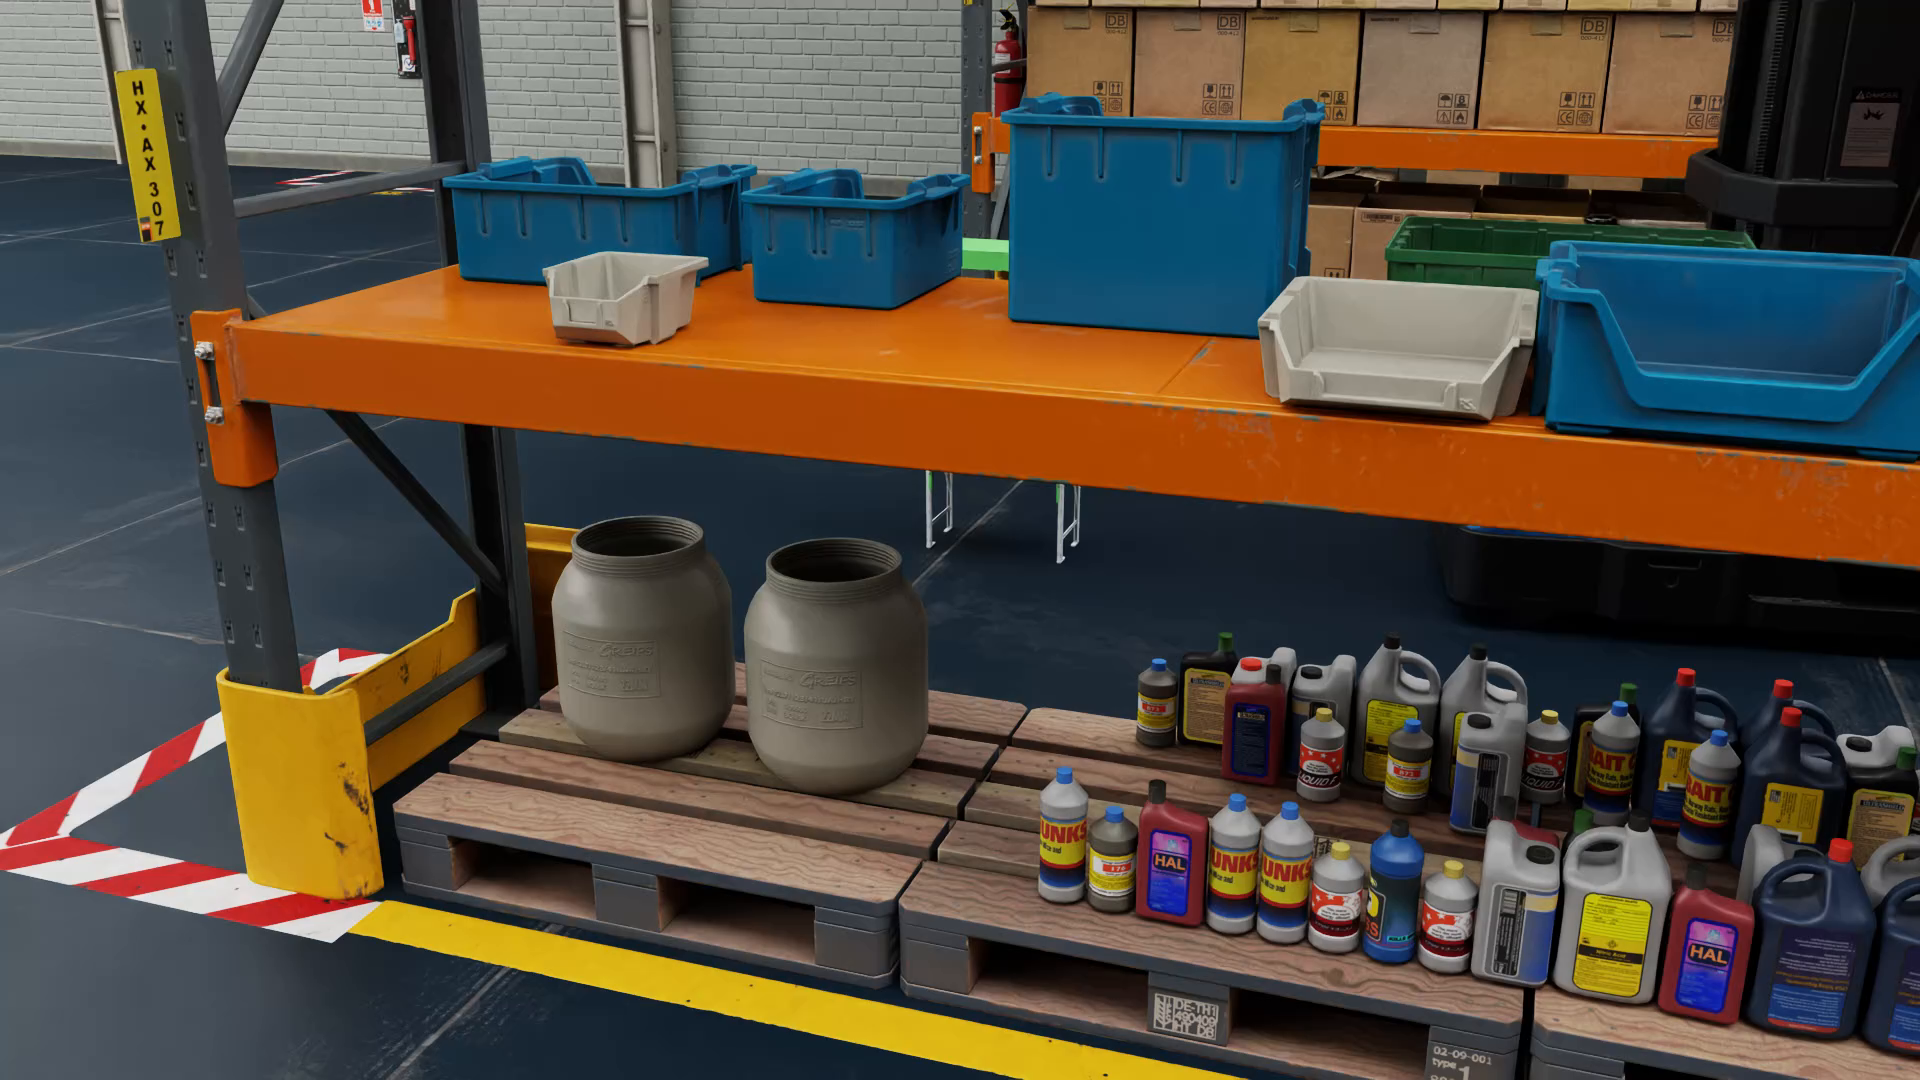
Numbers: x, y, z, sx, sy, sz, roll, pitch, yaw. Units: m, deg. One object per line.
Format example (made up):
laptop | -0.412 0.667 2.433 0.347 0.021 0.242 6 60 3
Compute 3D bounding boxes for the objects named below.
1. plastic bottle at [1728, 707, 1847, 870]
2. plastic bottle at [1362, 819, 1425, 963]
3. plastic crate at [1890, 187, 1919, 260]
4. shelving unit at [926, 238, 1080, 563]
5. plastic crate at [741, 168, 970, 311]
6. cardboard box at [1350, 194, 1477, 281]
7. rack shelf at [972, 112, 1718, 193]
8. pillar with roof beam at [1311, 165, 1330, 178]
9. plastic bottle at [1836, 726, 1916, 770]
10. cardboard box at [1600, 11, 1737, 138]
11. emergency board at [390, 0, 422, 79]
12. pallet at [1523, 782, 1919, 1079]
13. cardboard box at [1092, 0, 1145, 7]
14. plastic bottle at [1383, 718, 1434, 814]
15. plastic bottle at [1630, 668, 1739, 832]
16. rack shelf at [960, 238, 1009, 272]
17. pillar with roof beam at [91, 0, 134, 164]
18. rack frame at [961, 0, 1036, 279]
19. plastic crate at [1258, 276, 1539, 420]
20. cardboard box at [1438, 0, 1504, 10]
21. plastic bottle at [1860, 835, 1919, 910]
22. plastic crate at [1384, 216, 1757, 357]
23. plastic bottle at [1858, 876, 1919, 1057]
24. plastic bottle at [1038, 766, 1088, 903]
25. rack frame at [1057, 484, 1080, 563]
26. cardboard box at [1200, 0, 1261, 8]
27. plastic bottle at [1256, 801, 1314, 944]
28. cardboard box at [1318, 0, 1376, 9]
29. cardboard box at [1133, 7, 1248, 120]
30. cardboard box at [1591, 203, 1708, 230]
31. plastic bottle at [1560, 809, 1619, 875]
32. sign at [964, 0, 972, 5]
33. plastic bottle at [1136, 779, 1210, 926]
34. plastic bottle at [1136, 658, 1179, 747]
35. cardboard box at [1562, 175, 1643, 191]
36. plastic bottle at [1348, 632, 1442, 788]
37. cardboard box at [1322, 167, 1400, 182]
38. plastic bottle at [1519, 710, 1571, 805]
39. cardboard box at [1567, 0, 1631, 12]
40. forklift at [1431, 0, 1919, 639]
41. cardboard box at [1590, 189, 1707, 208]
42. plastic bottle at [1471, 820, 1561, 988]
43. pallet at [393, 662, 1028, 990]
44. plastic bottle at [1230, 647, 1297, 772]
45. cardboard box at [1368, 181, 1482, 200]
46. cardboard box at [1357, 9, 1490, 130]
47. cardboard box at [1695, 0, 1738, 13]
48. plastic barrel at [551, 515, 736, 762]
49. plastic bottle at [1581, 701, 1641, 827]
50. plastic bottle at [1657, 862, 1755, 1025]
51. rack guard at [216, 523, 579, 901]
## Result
plastic bottle | 1.701 0.512 3.405 0.185 0.351 0.144 7 20 18
plastic bottle | 0.817 0.652 3.126 0.097 0.271 0.097 0 19 0
plastic crate | 1.922 -0.426 2.836 0.504 0.338 0.767 7 20 18
shelving unit | 0.156 -0.549 5.827 0.503 1.200 0.258 7 20 18
plastic crate | -0.221 -0.688 3.719 0.408 0.251 0.499 7 20 18
cardboard box | 2.075 -1.295 7.635 0.500 0.500 0.500 7 20 18
rack shelf | 2.115 -1.775 7.705 4.000 0.370 1.077 7 20 18
pillar with roof beam | 1.380 -5.559 8.354 0.400 9.000 9.100 7 20 18
plastic bottle | 1.903 0.522 3.491 0.135 0.276 0.152 7 21 20
cardboard box | 3.082 -2.047 7.240 0.500 0.500 0.700 6 20 17
emergency board | -5.197 -4.992 15.840 0.643 1.169 0.194 7 20 18
pallet | 1.754 0.872 3.254 1.213 0.211 1.003 7 20 18
cardboard box | 0.776 -2.548 7.690 0.250 0.149 0.380 6 20 17
plastic bottle | 0.995 0.494 3.685 0.097 0.201 0.097 0 19 0
plastic bottle | 1.570 0.447 3.592 0.185 0.351 0.144 6 20 16
rack shelf | 0.156 -0.942 5.690 0.480 0.148 0.258 7 20 18
pillar with roof beam | -9.955 -6.856 12.072 0.400 9.000 9.100 7 20 18
rack frame | 0.225 -2.331 8.207 0.127 3.000 1.000 7 20 18
plastic crate | 0.758 -0.331 2.871 0.437 0.136 0.530 7 20 18
cardboard box | 2.226 -2.381 7.211 0.250 0.149 0.380 7 20 20
plastic bottle | 1.719 0.659 2.985 0.185 0.351 0.144 7 20 18
plastic crate | 1.185 -0.494 3.257 0.662 0.188 0.450 7 20 18
plastic bottle | 1.672 0.704 2.856 0.185 0.351 0.144 6 20 17
plastic bottle | 0.207 0.582 3.326 0.097 0.271 0.097 0 19 0
rack frame | 0.387 -0.522 5.752 0.015 1.200 0.240 7 20 18
cardboard box | 1.249 -2.492 7.532 0.250 0.149 0.380 6 20 17
plastic bottle | 0.625 0.630 3.189 0.097 0.271 0.097 0 19 0
cardboard box | 1.743 -2.437 7.372 0.250 0.149 0.380 6 20 17
cardboard box | 1.160 -2.269 7.876 0.500 0.500 0.700 7 20 19
cardboard box | 3.026 -1.193 7.341 0.500 0.500 0.500 7 20 18
plastic bottle | 1.195 0.645 3.126 0.133 0.283 0.061 7 20 18
sign | 0.038 -2.605 7.558 0.005 0.325 0.100 7 20 18
plastic bottle | 0.415 0.606 3.238 0.133 0.283 0.061 7 20 19
plastic bottle | 0.475 0.384 4.000 0.097 0.201 0.097 0 19 0
cardboard box | 4.633 -2.567 12.012 0.500 0.500 0.500 5 20 14
plastic bottle | 0.993 0.381 3.782 0.185 0.351 0.144 7 21 20
cardboard box | 3.010 -2.646 12.525 0.500 0.311 0.500 8 21 23
plastic bottle | 1.311 0.480 3.725 0.097 0.201 0.097 0 19 0
cardboard box | 2.716 -2.326 7.054 0.250 0.149 0.380 6 20 18
forklift | 3.140 -1.186 5.025 3.031 2.935 1.130 4 20 10
cardboard box | 3.194 -1.352 7.798 0.500 0.500 0.500 7 20 18
plastic bottle | 1.033 0.665 3.082 0.135 0.276 0.152 7 20 19
pallet | -0.551 0.608 4.010 1.213 0.211 1.003 7 20 18
plastic bottle | 0.704 0.385 3.885 0.135 0.276 0.152 7 20 18
cardboard box | 2.251 -1.462 8.113 0.500 0.500 0.500 7 20 18
cardboard box | 2.126 -2.158 7.557 0.500 0.500 0.700 7 20 20
cardboard box | 3.196 -2.270 6.894 0.250 0.149 0.380 6 20 16
plastic barrel | -0.757 0.232 3.994 0.421 0.512 0.421 0 19 0
plastic bottle | 1.419 0.480 3.618 0.097 0.271 0.097 0 19 0
plastic bottle | 1.323 0.710 2.940 0.133 0.283 0.061 8 21 22
rack guard | -1.316 0.383 4.219 0.348 0.500 1.175 7 20 18
